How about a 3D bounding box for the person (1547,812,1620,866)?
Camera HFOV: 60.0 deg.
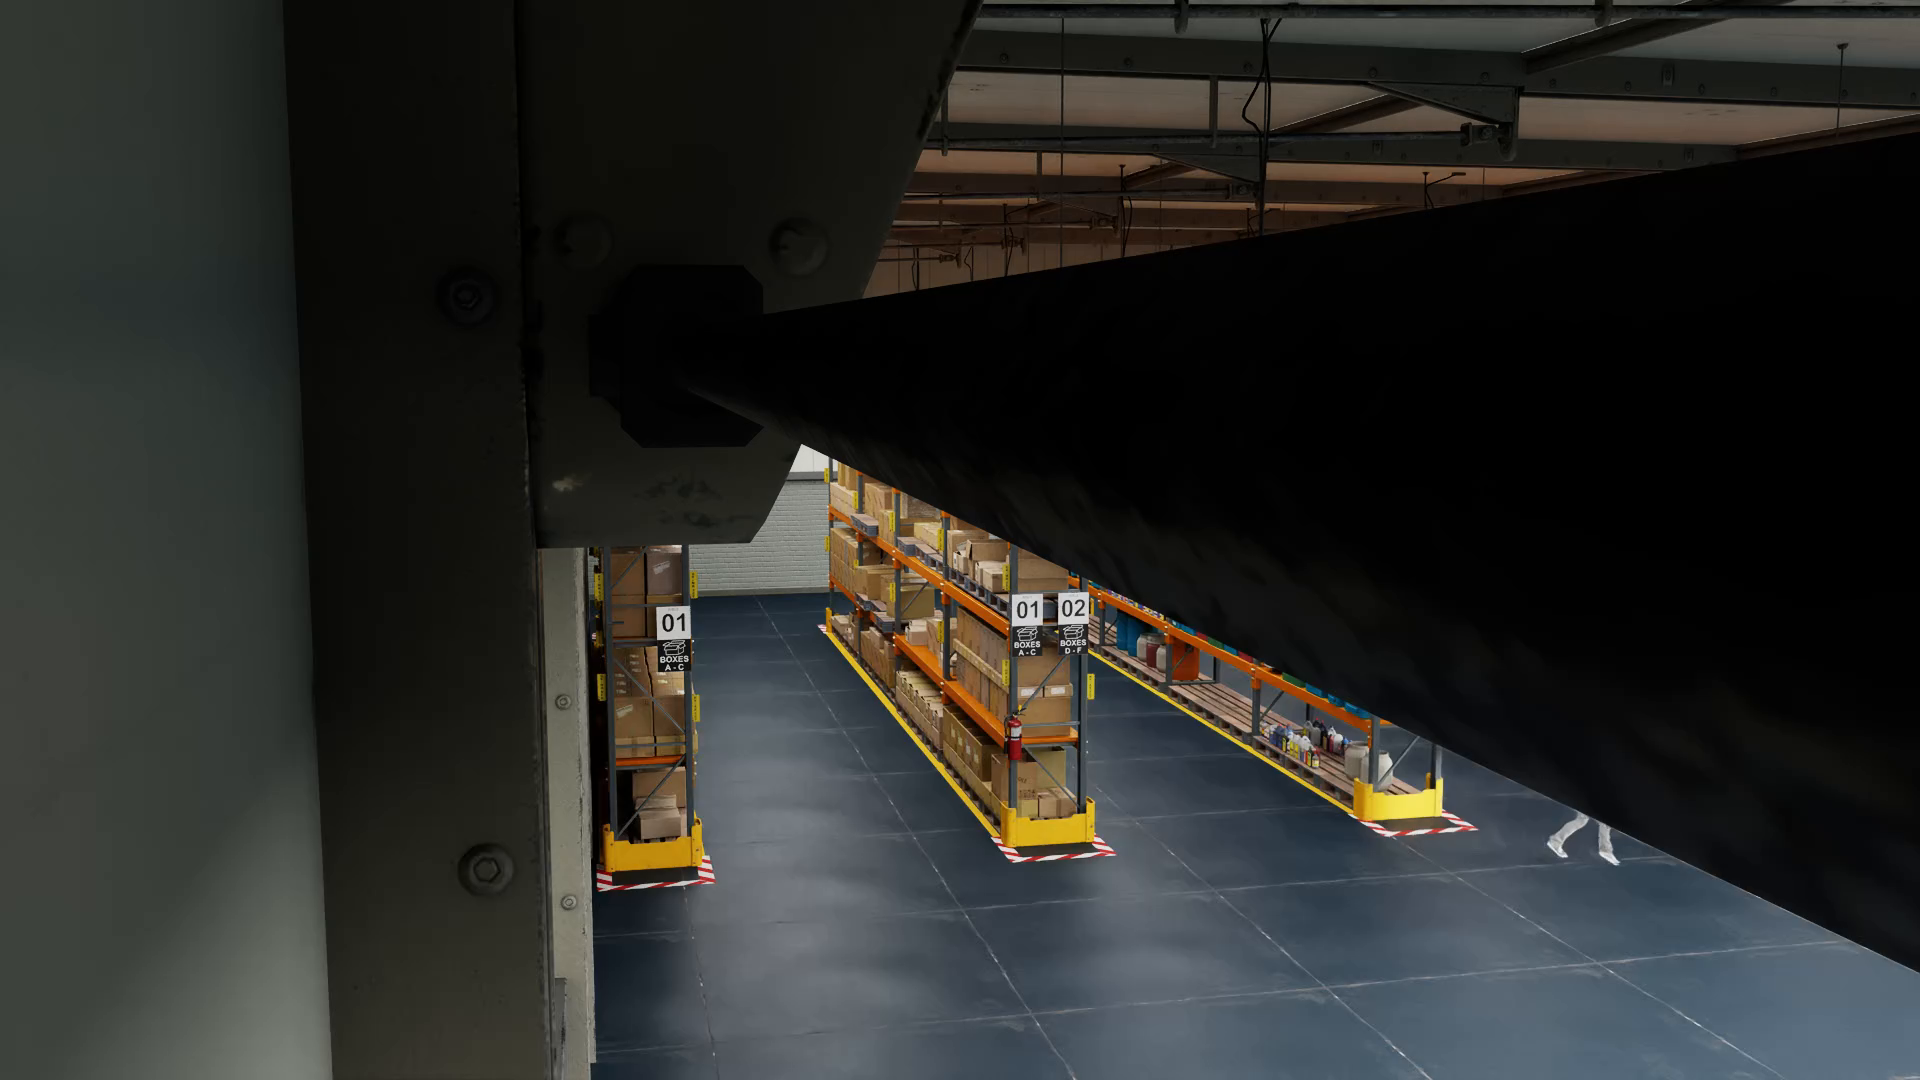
[{"bbox_3d":[7.630,3.141,20.245,0.850,1.629,0.550,3,7,22],"label":"person"}]
